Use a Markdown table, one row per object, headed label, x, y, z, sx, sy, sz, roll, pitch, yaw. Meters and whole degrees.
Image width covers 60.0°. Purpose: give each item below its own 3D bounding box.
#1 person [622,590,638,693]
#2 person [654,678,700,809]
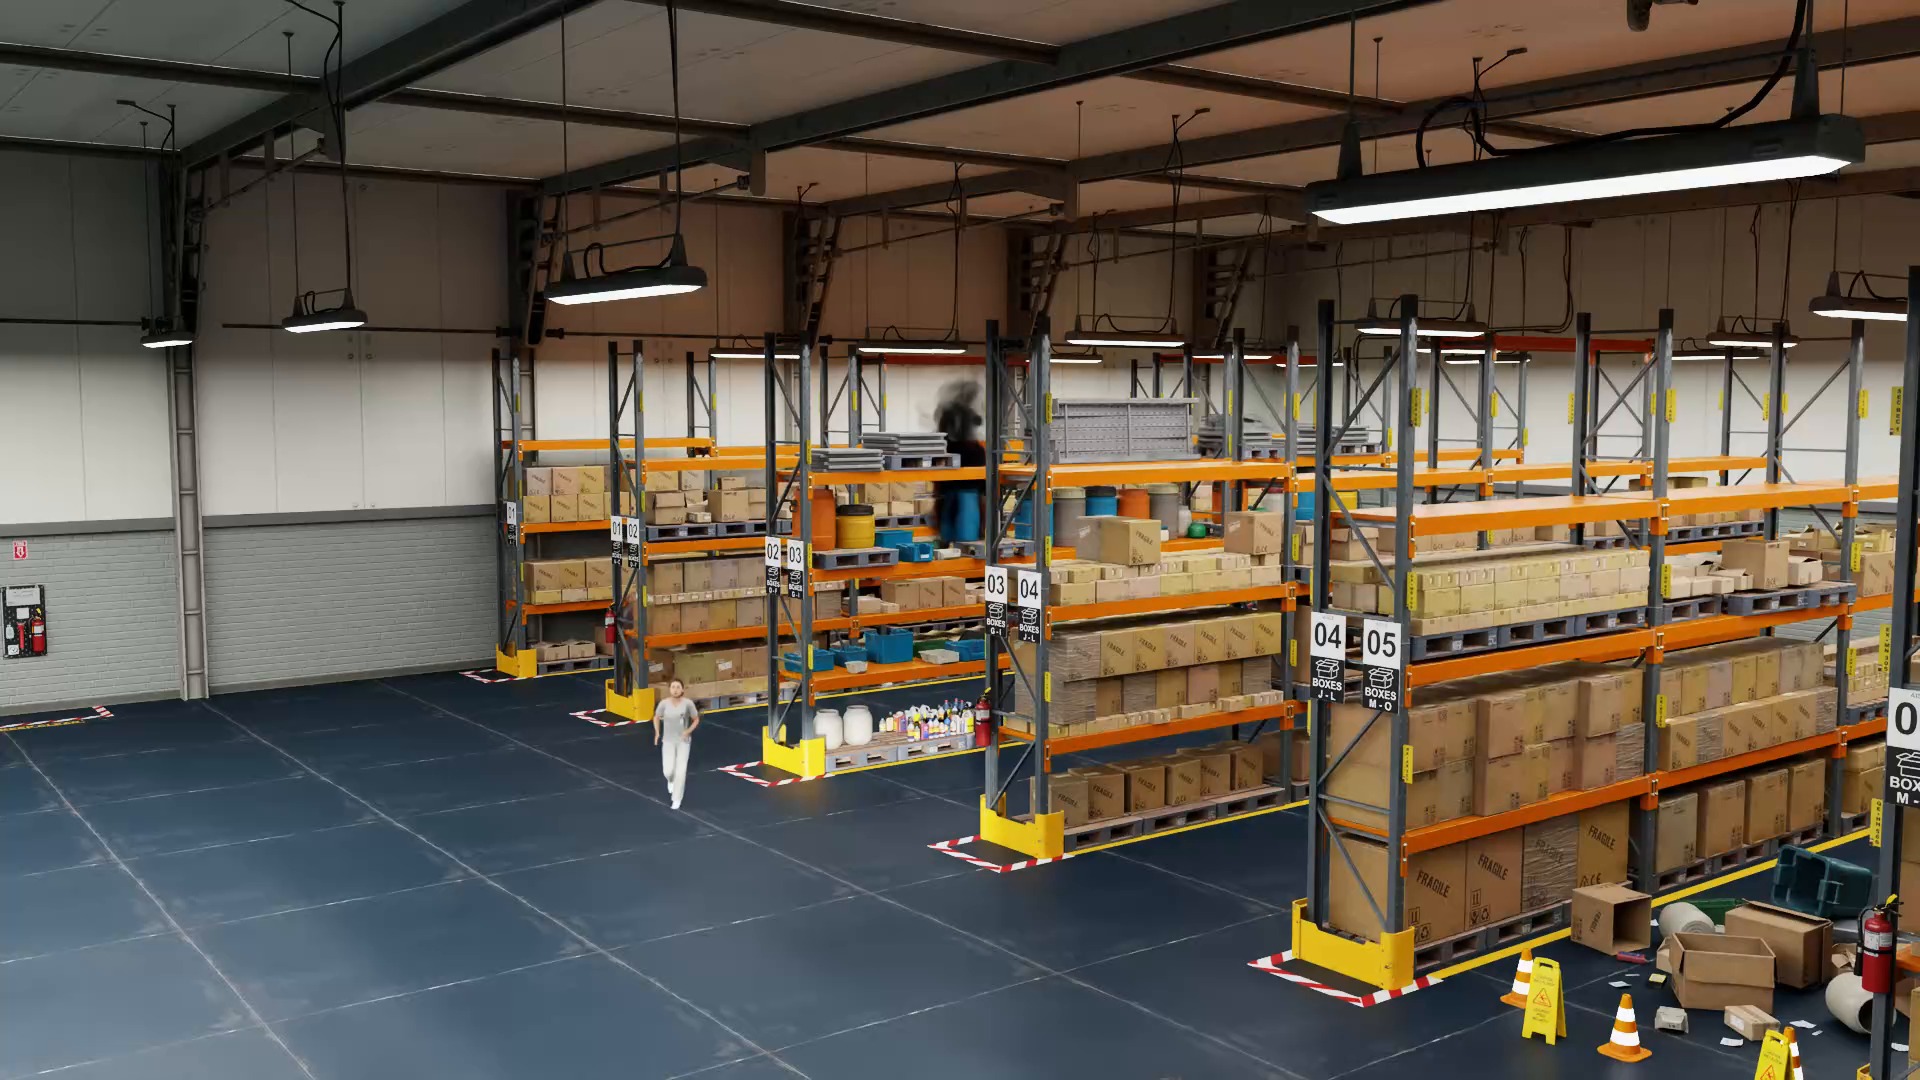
| label | x | y | z | sx | sy | sz | roll | pitch | yaw |
| --- | --- | --- | --- | --- | --- | --- | --- | --- | --- |
| person | -5.616 | 1.749 | 28.429 | 0.947 | 1.794 | 0.703 | -4 | 7 | -41 |
| person | -3.556 | 2.537 | 20.858 | 0.577 | 1.633 | 0.566 | 0 | 5 | -5 |
